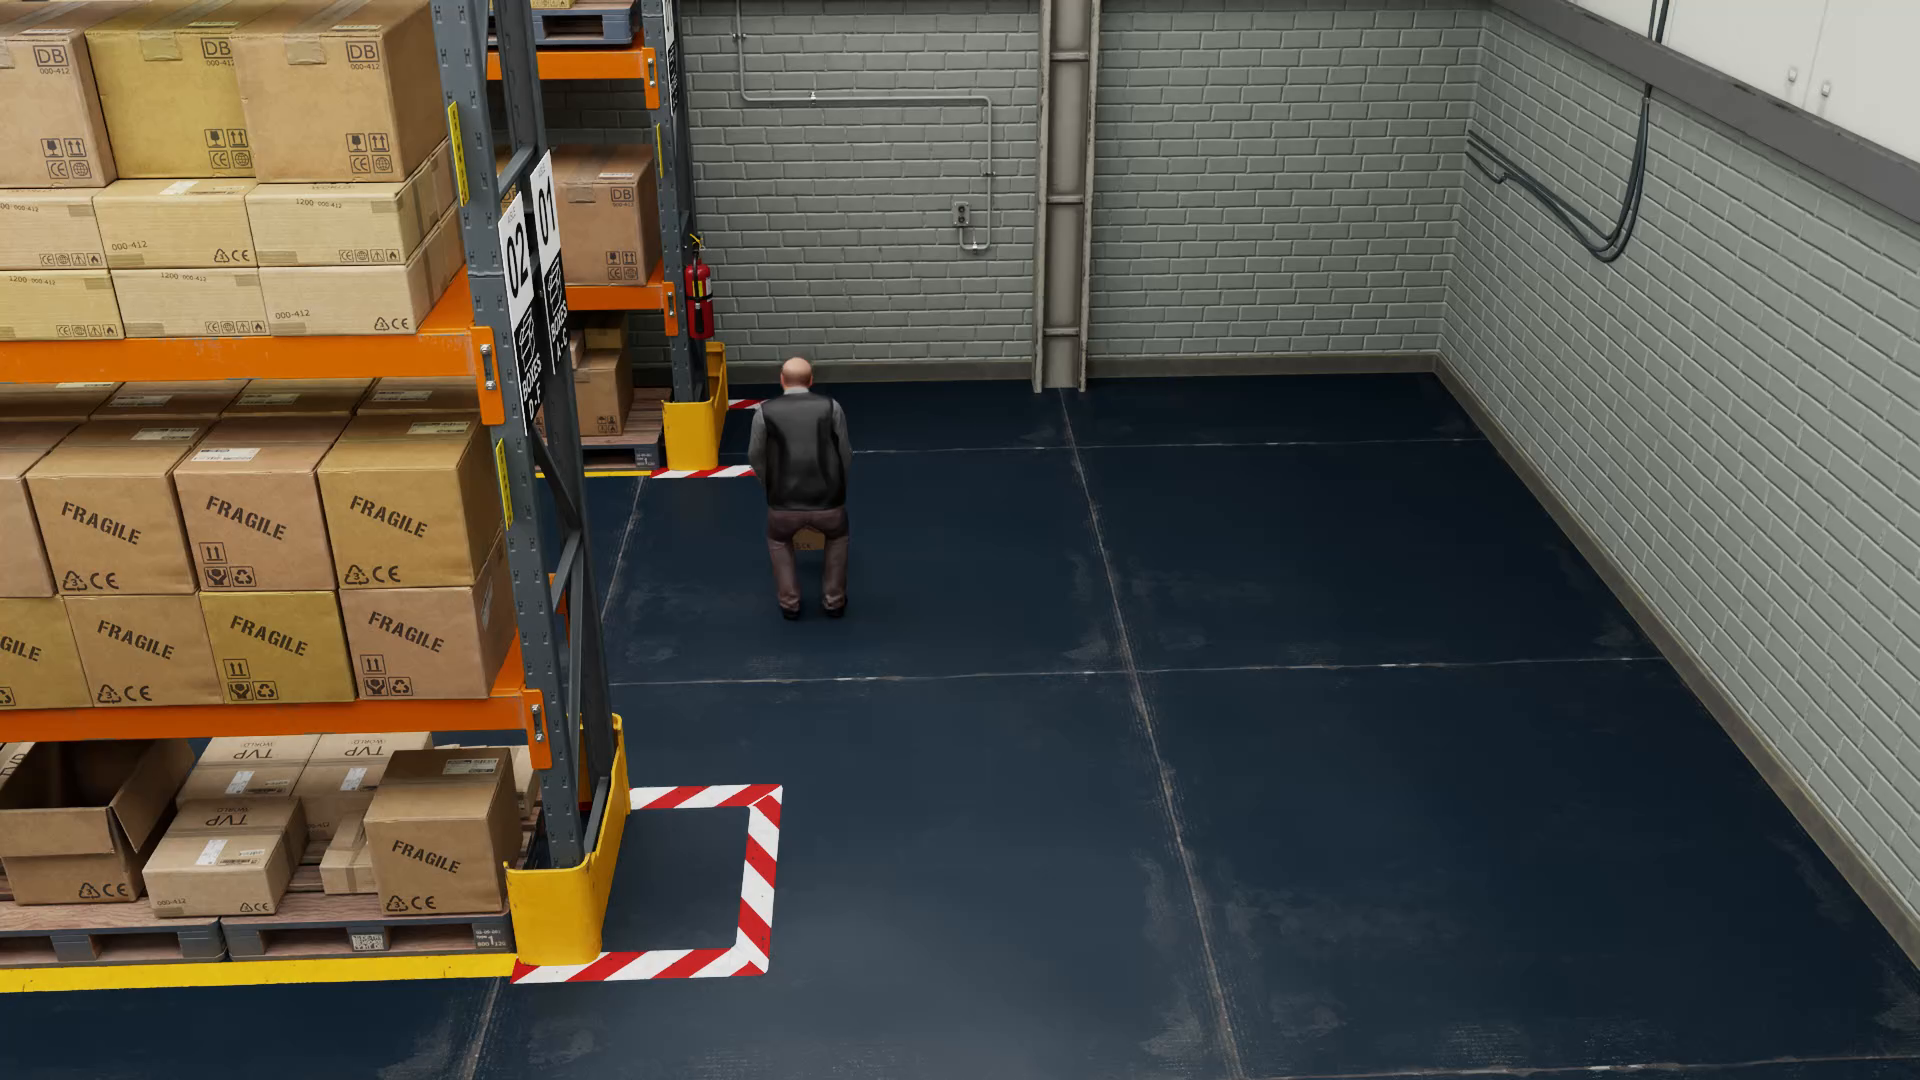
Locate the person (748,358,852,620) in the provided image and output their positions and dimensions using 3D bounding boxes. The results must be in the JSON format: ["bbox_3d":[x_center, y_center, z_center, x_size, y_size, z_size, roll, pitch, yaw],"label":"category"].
[{"bbox_3d":[-0.901,-0.257,9.440,0.590,1.456,0.669,-1,27,-2],"label":"person"}]
